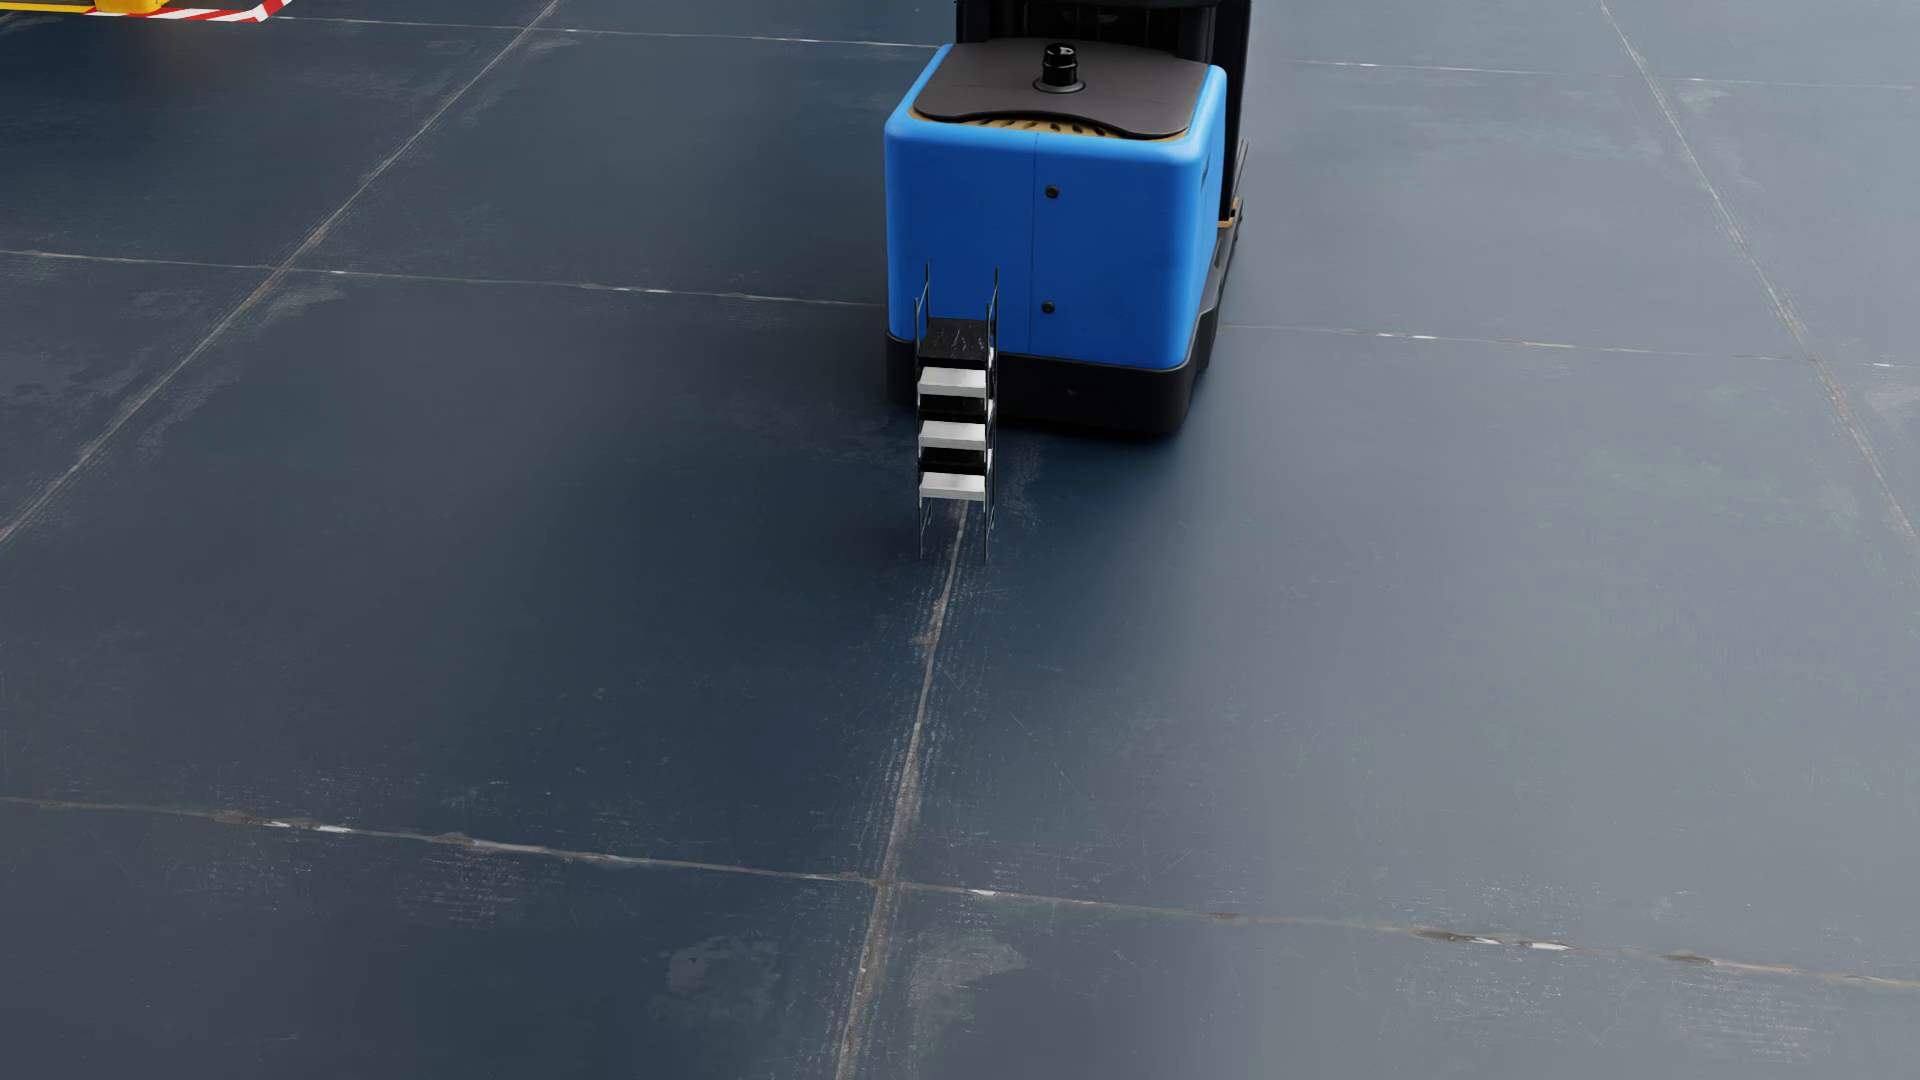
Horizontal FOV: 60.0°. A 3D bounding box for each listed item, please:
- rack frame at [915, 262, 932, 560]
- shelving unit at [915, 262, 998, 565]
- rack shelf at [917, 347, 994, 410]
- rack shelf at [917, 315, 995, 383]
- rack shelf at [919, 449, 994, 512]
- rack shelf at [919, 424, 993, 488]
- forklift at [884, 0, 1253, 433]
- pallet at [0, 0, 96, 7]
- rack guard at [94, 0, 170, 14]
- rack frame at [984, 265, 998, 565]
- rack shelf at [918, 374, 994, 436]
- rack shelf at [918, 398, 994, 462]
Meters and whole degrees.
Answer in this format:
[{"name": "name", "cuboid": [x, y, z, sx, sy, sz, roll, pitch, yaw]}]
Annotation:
[{"name": "rack frame", "cuboid": [-0.109, -0.374, 5.000, 0.006, 0.900, 0.240, 4, 36, 6]}, {"name": "shelving unit", "cuboid": [-0.008, -0.367, 4.989, 0.210, 0.900, 0.258, 4, 36, 6]}, {"name": "rack shelf", "cuboid": [-0.008, -0.486, 4.904, 0.200, 0.077, 0.258, 4, 36, 6]}, {"name": "rack shelf", "cuboid": [-0.008, -0.560, 4.852, 0.200, 0.077, 0.258, 4, 36, 6]}, {"name": "rack shelf", "cuboid": [-0.008, -0.193, 5.113, 0.200, 0.077, 0.258, 4, 36, 6]}, {"name": "rack shelf", "cuboid": [-0.008, -0.267, 5.061, 0.200, 0.077, 0.258, 4, 36, 6]}, {"name": "forklift", "cuboid": [0.582, -2.409, 6.102, 1.130, 2.935, 3.031, 8, 36, 11]}, {"name": "pallet", "cuboid": [-5.494, -3.476, 9.938, 1.213, 0.211, 1.003, 4, 36, 6]}, {"name": "rack guard", "cuboid": [-4.689, -3.530, 9.766, 0.348, 0.500, 1.175, 4, 36, 6]}, {"name": "rack frame", "cuboid": [0.093, -0.359, 4.979, 0.006, 0.900, 0.240, 4, 36, 6]}, {"name": "rack shelf", "cuboid": [-0.008, -0.413, 4.957, 0.200, 0.077, 0.258, 4, 36, 6]}, {"name": "rack shelf", "cuboid": [-0.008, -0.340, 5.009, 0.200, 0.077, 0.258, 4, 36, 6]}]
